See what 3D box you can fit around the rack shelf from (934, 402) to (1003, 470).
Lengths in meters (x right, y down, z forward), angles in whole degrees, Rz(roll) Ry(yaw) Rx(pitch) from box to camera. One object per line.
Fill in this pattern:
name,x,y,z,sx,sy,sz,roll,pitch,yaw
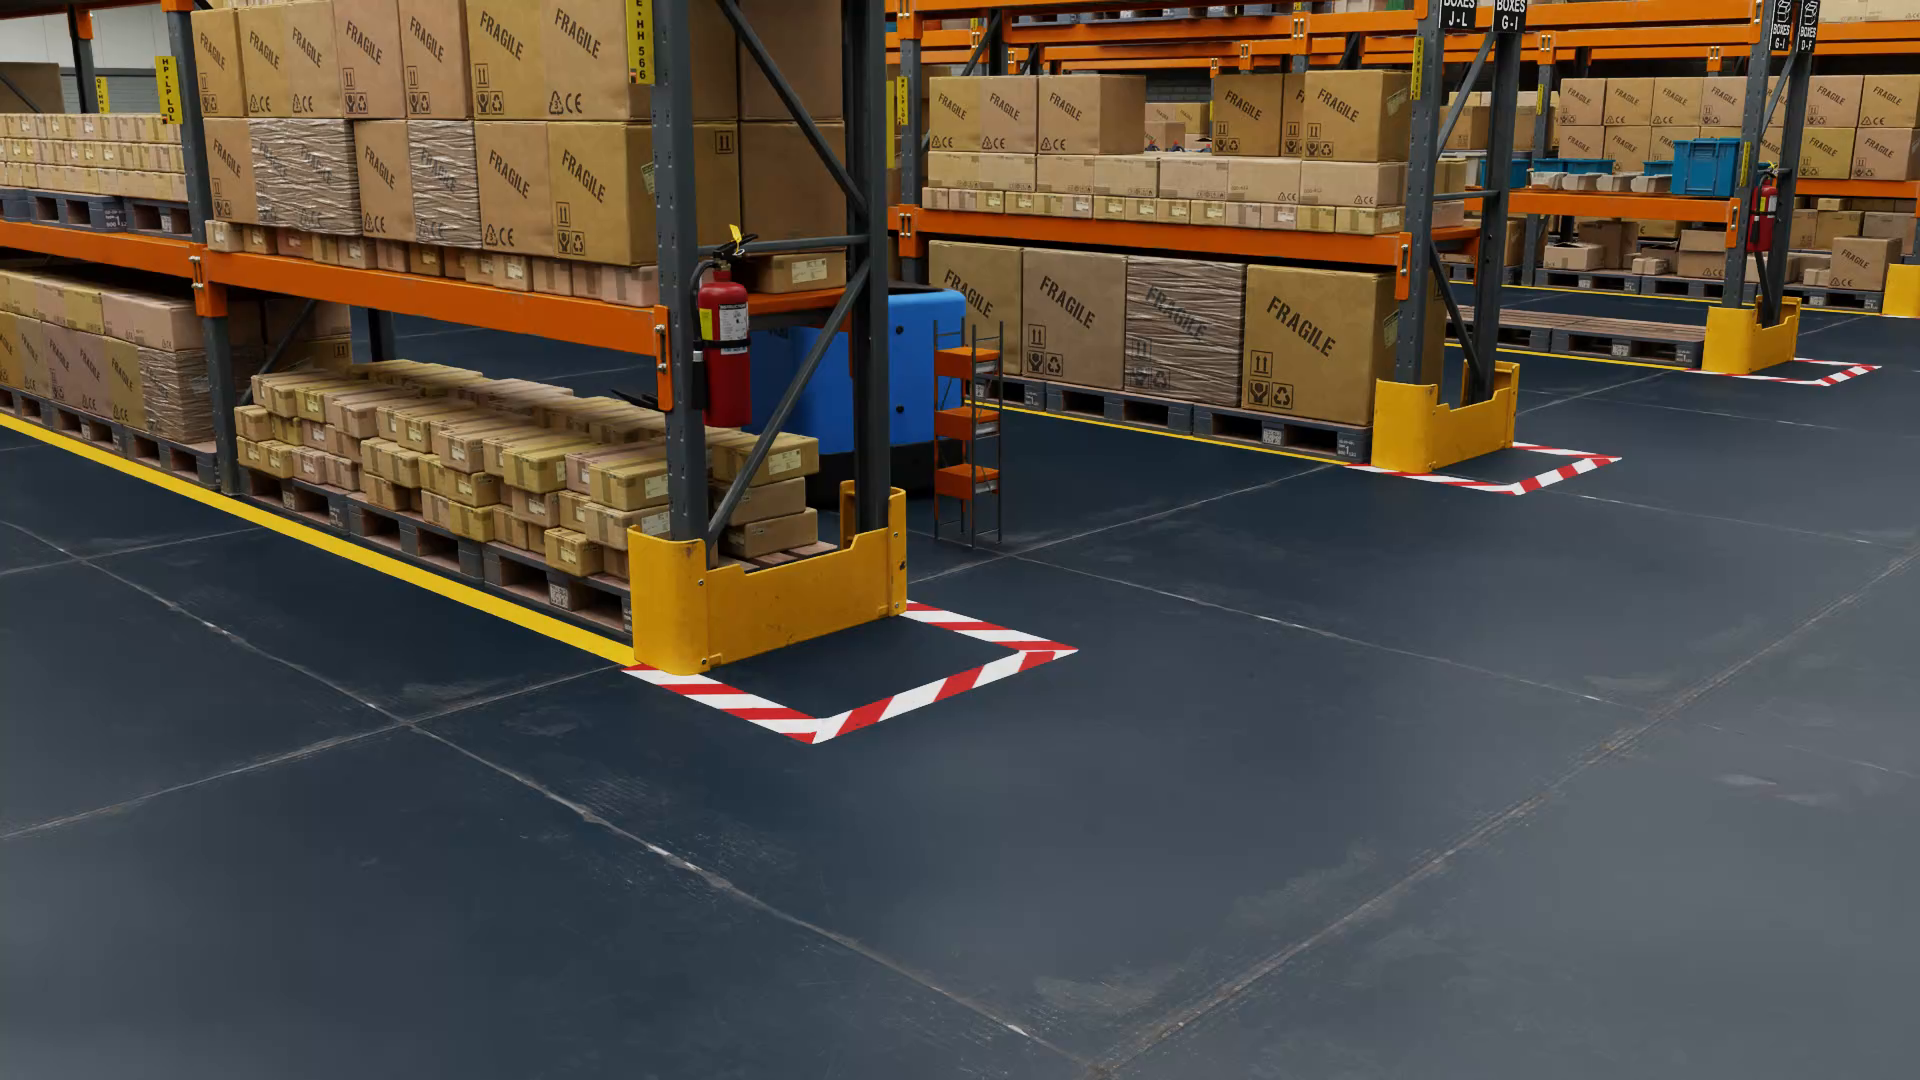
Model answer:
rack shelf,0.039,-0.488,7.766,0.240,0.259,0.215,14,20,42

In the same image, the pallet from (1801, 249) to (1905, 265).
pallet,11.660,-3.643,21.497,1.213,0.211,1.003,14,20,42

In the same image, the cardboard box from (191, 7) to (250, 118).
cardboard box,-3.390,-2.327,8.142,0.500,0.500,0.500,-14,20,-43

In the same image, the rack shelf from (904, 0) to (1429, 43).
rack shelf,1.409,-3.410,10.547,4.000,0.370,1.077,14,20,42

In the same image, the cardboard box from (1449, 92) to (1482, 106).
cardboard box,7.573,-6.487,24.565,0.500,0.250,0.500,-14,20,-43

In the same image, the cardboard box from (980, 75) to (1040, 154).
cardboard box,0.486,-2.873,11.229,0.500,0.500,0.500,14,20,42

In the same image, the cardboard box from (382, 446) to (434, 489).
cardboard box,-2.390,-0.352,7.566,0.250,0.149,0.380,14,20,43

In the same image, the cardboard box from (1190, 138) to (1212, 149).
cardboard box,3.459,-5.302,22.510,0.500,0.311,0.500,13,20,42

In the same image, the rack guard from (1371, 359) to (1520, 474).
rack guard,2.867,-0.743,9.790,0.348,0.500,1.175,14,20,42

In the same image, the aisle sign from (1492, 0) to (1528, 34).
aisle sign,3.109,-3.256,9.324,0.004,0.787,0.394,14,20,42

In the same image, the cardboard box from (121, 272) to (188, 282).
cardboard box,-5.025,-1.580,10.685,0.500,0.250,0.500,-14,20,-43

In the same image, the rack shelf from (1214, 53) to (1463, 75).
rack shelf,5.965,-7.507,26.272,4.000,0.370,1.077,14,20,42

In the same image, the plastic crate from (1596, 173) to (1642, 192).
plastic crate,5.376,-2.920,13.594,0.243,0.136,0.396,14,20,42

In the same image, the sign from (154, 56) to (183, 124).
sign,-3.928,-2.233,8.256,0.005,0.325,0.100,14,20,42

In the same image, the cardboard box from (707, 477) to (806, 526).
cardboard box,-0.865,-0.180,6.904,0.380,0.149,0.250,-14,20,-42

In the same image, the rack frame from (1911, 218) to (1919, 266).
rack frame,9.728,-3.754,16.390,0.127,3.000,1.000,14,20,42

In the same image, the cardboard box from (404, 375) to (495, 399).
cardboard box,-2.581,-0.731,8.430,0.380,0.149,0.250,-14,20,-42

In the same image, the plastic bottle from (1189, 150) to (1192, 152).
plastic bottle,2.371,-3.888,17.161,0.097,0.271,0.097,0,15,0

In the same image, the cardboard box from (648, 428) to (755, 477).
cardboard box,-1.090,-0.365,7.026,0.380,0.149,0.250,-14,20,-43

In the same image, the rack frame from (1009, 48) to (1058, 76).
rack frame,1.089,-5.854,24.450,0.127,3.000,1.000,14,20,42

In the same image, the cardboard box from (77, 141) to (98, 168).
cardboard box,-4.921,-2.263,9.745,0.250,0.149,0.380,14,20,42

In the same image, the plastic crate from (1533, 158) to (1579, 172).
plastic crate,5.174,-3.189,14.436,0.300,0.233,0.416,14,20,42

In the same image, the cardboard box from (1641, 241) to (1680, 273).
cardboard box,7.995,-3.186,18.671,0.500,0.311,0.500,14,20,42

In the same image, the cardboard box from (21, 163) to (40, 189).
cardboard box,-5.660,-2.300,10.474,0.380,0.149,0.250,-13,20,-42

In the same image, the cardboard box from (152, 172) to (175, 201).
cardboard box,-4.157,-1.934,9.072,0.250,0.149,0.380,14,20,43

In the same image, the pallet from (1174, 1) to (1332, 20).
pallet,2.775,-5.035,15.733,1.003,0.211,1.213,14,20,42

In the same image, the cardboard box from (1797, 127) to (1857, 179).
cardboard box,8.841,-3.921,16.834,0.500,0.500,0.500,14,20,43

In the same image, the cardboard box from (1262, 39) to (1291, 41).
cardboard box,4.306,-6.584,21.103,0.500,0.500,0.910,14,20,42

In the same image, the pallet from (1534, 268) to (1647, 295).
pallet,7.342,-2.984,18.966,1.213,0.211,1.003,14,20,42

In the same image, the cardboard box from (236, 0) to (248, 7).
cardboard box,-7.926,-6.050,18.759,0.250,0.149,0.380,14,20,42

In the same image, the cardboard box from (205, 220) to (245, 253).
cardboard box,-3.569,-1.543,8.404,0.380,0.149,0.250,-14,20,-42

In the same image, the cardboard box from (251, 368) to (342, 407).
cardboard box,-3.442,-0.787,8.647,0.380,0.149,0.250,-14,20,-42

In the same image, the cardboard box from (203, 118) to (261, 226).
cardboard box,-3.364,-1.834,8.233,0.500,0.500,0.500,13,20,41

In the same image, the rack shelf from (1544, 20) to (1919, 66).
rack shelf,8.288,-5.207,17.446,4.000,0.370,1.077,14,20,42

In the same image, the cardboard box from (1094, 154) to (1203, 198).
cardboard box,1.207,-2.333,10.643,0.500,0.250,0.500,14,20,42

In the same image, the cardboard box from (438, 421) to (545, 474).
cardboard box,-2.013,-0.402,7.169,0.380,0.149,0.250,-14,20,-42

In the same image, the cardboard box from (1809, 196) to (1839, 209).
cardboard box,11.356,-4.435,21.843,0.250,0.149,0.380,13,19,40

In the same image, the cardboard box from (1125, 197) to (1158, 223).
cardboard box,1.264,-2.105,10.560,0.380,0.149,0.250,-14,20,-43

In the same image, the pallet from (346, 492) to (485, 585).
pallet,-2.155,-0.100,7.896,1.213,0.211,1.003,14,20,42

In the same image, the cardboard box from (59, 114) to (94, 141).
cardboard box,-5.103,-2.453,9.884,0.250,0.149,0.380,13,20,41

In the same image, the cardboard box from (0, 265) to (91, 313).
cardboard box,-6.097,-1.666,11.013,0.500,0.250,0.500,13,19,40

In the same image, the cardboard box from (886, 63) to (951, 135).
cardboard box,-0.496,-3.301,12.462,0.637,0.503,0.797,13,19,41

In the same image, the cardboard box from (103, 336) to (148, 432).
cardboard box,-4.622,-0.941,9.720,0.500,0.500,0.500,13,19,41

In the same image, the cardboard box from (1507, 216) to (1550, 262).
cardboard box,6.669,-3.586,19.831,0.500,0.500,0.500,13,19,40

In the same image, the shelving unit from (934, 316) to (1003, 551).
shelving unit,0.039,-0.499,7.764,0.252,1.050,0.215,14,20,42

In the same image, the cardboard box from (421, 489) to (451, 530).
cardboard box,-2.172,-0.166,7.441,0.380,0.149,0.250,-14,20,-43

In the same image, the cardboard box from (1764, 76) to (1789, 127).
cardboard box,8.476,-4.492,17.042,0.500,0.500,0.500,-14,20,-43

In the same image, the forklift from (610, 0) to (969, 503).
forklift,-1.176,-1.917,9.476,1.130,2.935,3.031,-9,17,-32

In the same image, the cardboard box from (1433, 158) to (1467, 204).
cardboard box,2.691,-2.161,9.983,0.500,0.250,0.500,13,19,41

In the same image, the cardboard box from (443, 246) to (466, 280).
cardboard box,-1.963,-1.199,7.084,0.250,0.149,0.380,13,19,40

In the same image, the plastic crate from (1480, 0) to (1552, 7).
plastic crate,4.627,-4.496,13.812,0.530,0.136,0.437,14,20,42

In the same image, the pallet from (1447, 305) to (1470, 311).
pallet,3.964,-2.084,15.513,1.213,0.211,1.003,14,20,42

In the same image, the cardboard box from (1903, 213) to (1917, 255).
cardboard box,12.230,-3.839,20.842,0.500,0.500,0.700,14,20,42
